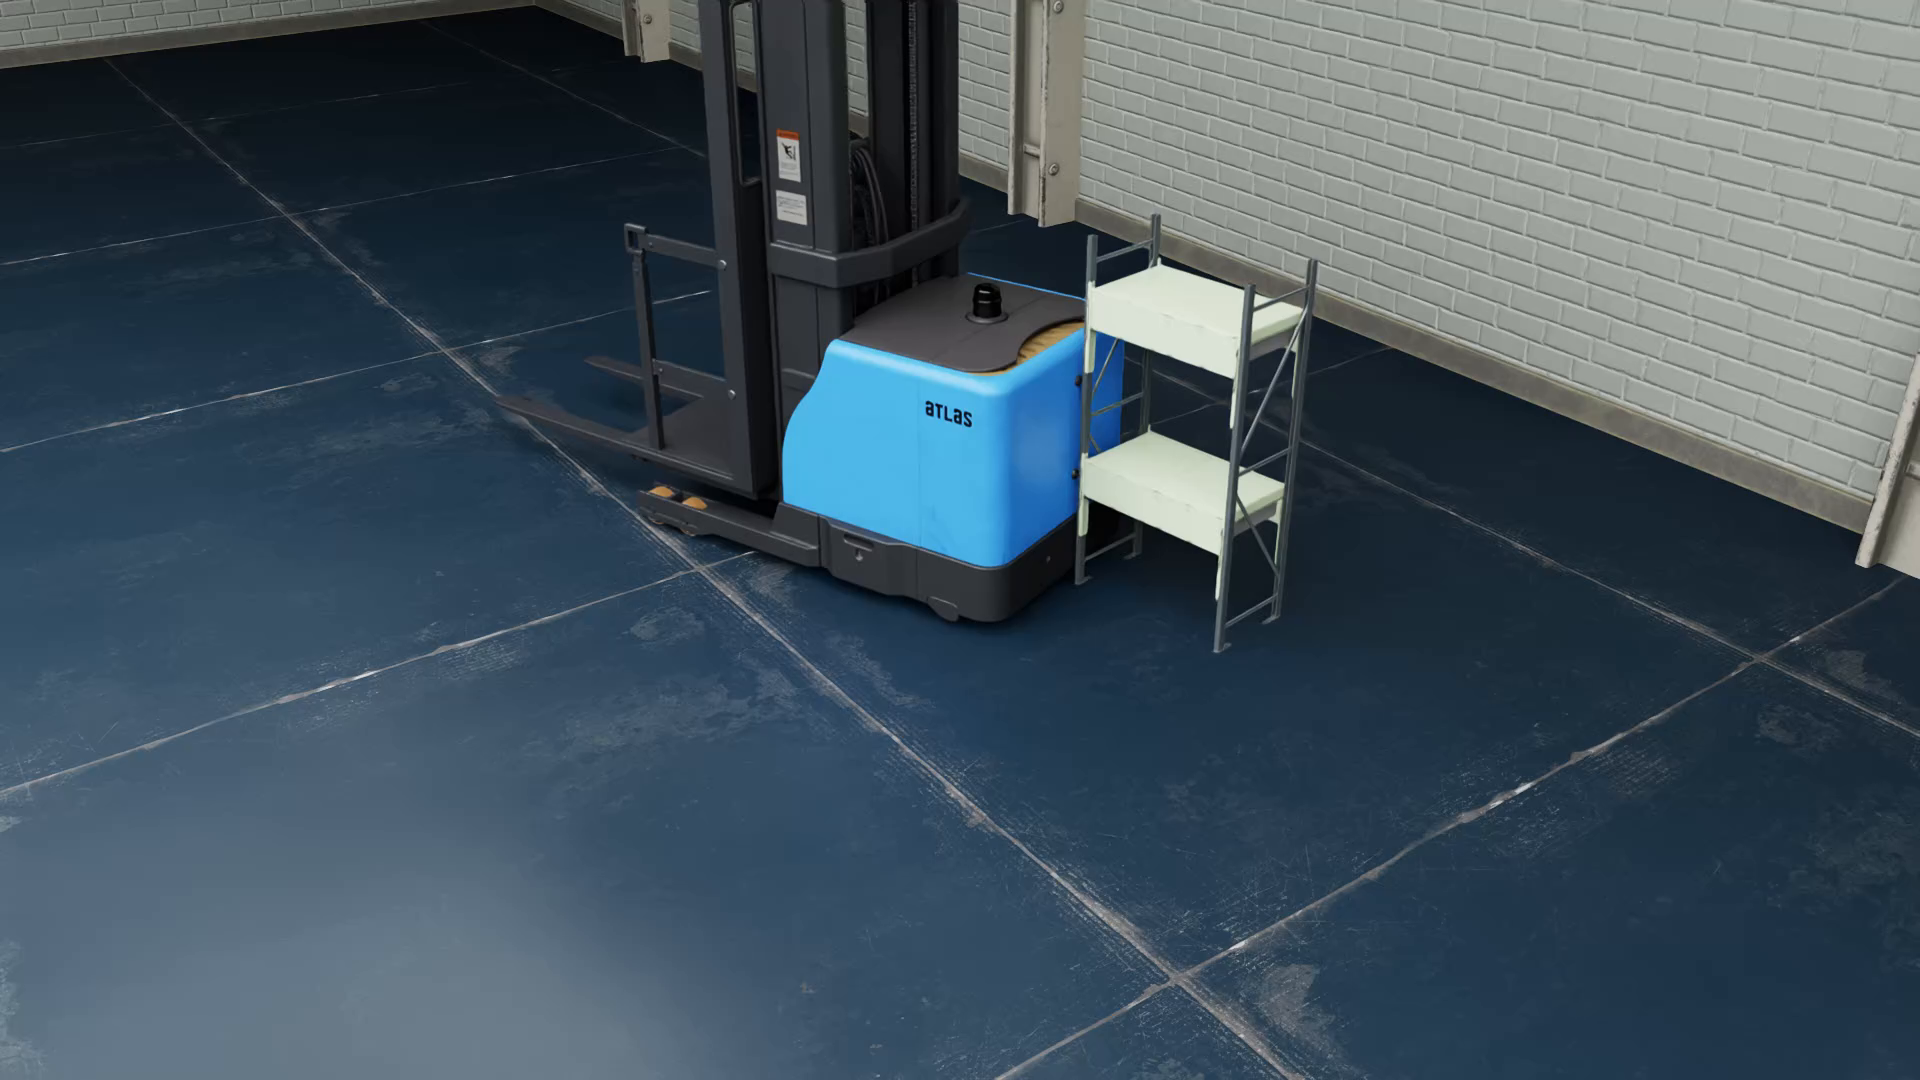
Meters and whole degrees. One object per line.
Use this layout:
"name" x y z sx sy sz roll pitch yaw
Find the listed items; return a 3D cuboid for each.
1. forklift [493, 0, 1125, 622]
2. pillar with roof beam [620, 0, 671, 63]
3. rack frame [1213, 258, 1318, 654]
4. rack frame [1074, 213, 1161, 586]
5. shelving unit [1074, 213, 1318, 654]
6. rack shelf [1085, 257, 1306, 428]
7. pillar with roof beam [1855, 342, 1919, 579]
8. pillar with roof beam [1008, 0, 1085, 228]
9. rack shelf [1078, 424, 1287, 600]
"forklift" -0.818 -1.495 6.931 3.031 2.935 1.130 18 33 30
"pillar with roof beam" -6.425 -7.296 11.256 9.100 9.000 0.400 -19 34 -31
"rack frame" 1.134 -0.286 6.205 0.400 1.500 0.023 -25 37 -38
"rack frame" 0.627 -0.538 6.668 0.400 1.500 0.023 -25 37 -38
"shelving unit" 0.880 -0.412 6.437 0.431 1.500 0.755 -25 37 -38
"rack shelf" 0.880 -0.755 6.250 0.431 0.370 0.720 -25 37 -38
"pillar with roof beam" 0.535 -2.631 2.666 9.100 9.000 0.400 -19 34 -31
"pillar with roof beam" -2.945 -4.964 6.961 9.100 9.000 0.400 -19 34 -31
"rack shelf" 0.880 -0.125 6.592 0.431 0.370 0.720 -25 37 -38
